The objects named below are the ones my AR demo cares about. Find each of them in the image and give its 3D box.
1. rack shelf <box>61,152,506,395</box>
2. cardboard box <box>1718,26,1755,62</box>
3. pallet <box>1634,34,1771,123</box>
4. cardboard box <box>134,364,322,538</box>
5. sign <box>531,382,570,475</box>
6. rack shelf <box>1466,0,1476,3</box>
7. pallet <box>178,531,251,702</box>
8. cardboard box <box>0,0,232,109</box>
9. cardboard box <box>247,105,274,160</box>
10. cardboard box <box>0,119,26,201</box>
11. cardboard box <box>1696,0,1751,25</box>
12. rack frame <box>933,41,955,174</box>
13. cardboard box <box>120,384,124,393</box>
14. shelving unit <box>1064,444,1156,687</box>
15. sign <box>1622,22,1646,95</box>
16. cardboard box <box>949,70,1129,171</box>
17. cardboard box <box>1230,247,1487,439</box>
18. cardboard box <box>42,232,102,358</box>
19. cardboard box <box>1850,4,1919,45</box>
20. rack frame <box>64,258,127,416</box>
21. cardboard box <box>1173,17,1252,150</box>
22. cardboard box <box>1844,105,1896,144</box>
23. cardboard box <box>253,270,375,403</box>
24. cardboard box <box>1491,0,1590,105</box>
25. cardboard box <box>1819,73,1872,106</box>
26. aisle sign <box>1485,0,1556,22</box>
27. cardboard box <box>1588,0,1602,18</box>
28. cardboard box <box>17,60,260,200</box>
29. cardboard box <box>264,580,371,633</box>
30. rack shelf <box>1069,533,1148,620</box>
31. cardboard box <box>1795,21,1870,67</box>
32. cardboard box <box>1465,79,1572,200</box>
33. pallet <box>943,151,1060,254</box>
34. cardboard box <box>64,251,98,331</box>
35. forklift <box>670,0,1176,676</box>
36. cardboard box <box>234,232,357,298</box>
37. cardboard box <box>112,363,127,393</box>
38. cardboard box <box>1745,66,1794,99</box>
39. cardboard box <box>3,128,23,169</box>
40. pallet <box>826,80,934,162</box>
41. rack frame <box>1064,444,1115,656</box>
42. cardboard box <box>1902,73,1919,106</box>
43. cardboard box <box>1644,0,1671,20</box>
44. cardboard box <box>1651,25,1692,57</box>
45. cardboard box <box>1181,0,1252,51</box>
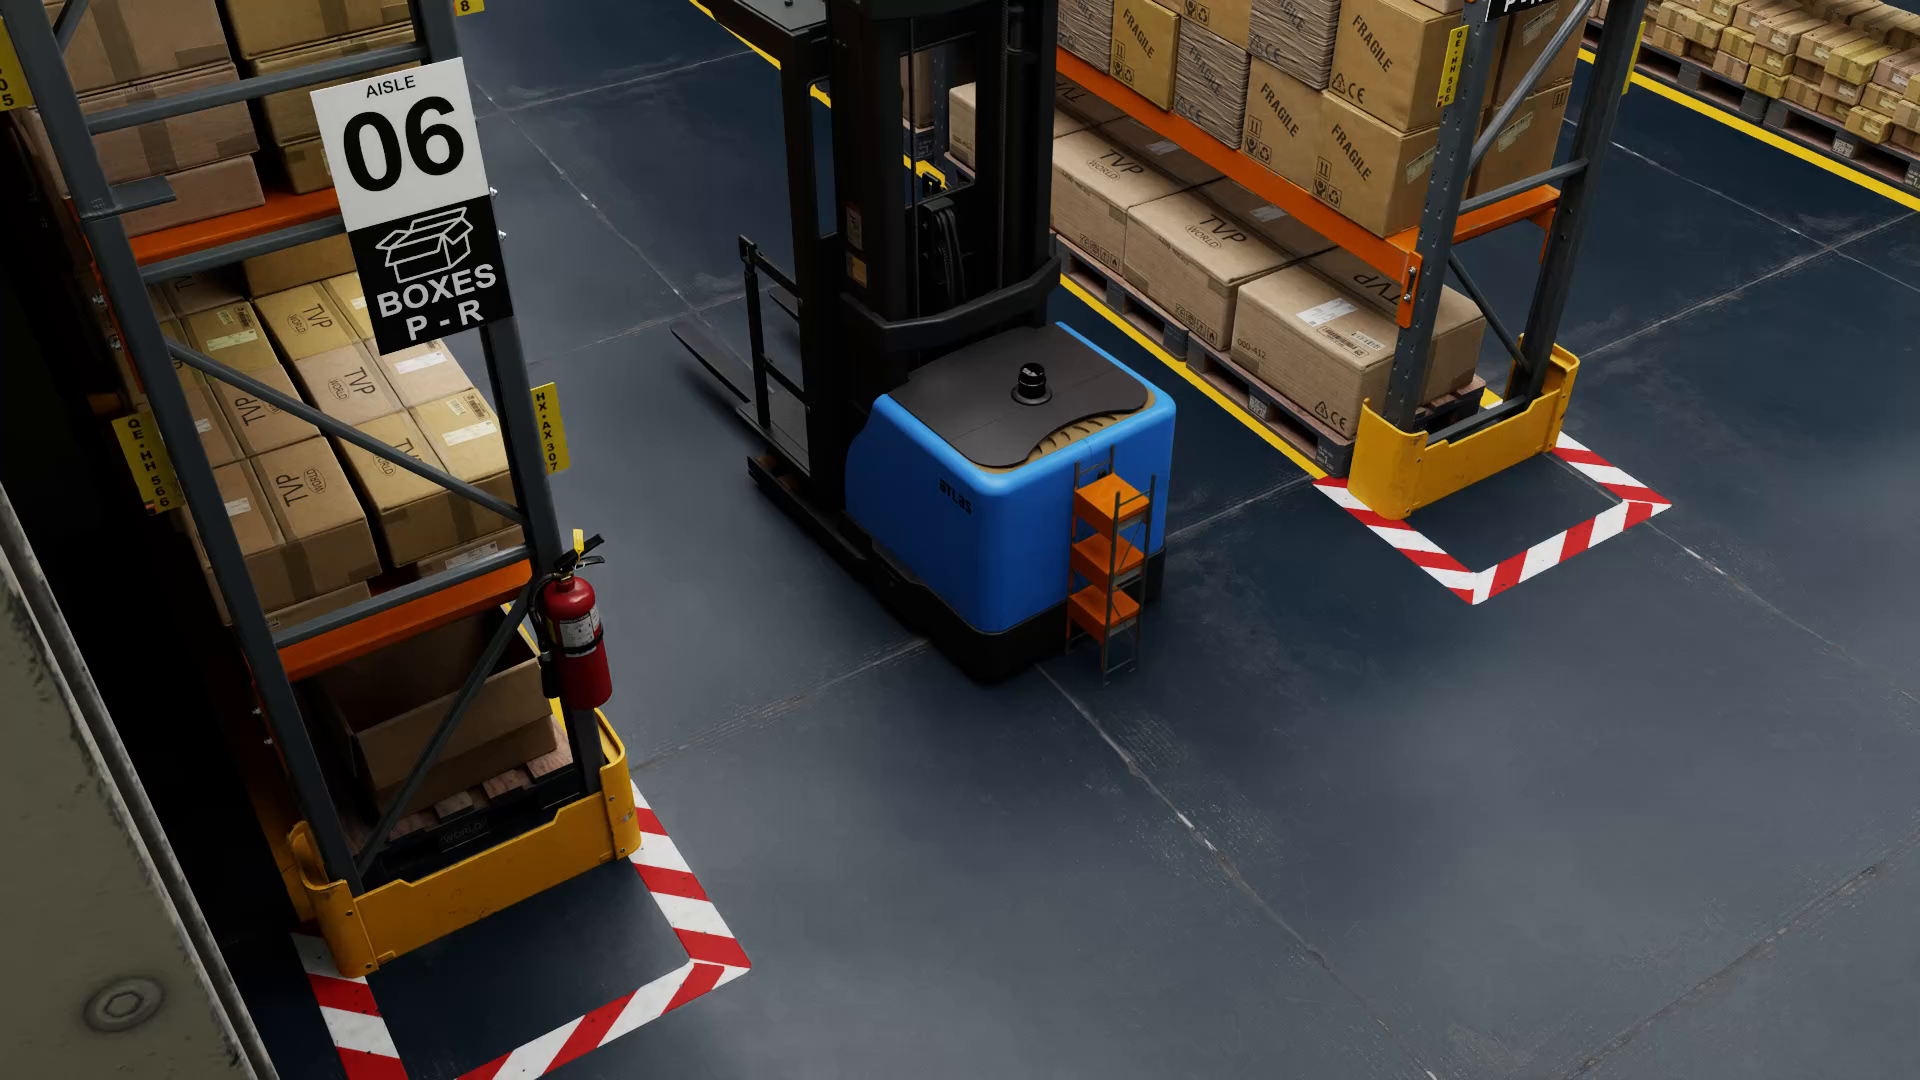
[{"bbox_3d":[-2.823,-1.780,5.822,1.077,0.370,4.000,-22,45,-24],"label":"rack shelf"},{"bbox_3d":[5.337,-3.360,11.166,0.380,0.149,0.250,-20,44,-22],"label":"cardboard box"},{"bbox_3d":[5.455,-3.371,11.691,1.003,0.211,1.213,-22,45,-24],"label":"pallet"},{"bbox_3d":[-2.495,-0.316,5.732,0.500,0.250,0.500,-22,45,-24],"label":"cardboard box"},{"bbox_3d":[-1.291,-0.344,5.203,0.100,0.325,0.005,-22,45,-24],"label":"sign"},{"bbox_3d":[1.360,-3.490,7.875,1.077,0.370,4.000,-22,45,-24],"label":"rack shelf"},{"bbox_3d":[-2.870,0.118,7.504,1.003,0.211,1.213,-22,45,-24],"label":"pallet"},{"bbox_3d":[-2.222,-1.369,4.261,0.500,0.250,0.500,-23,45,-26],"label":"cardboard box"},{"bbox_3d":[-1.886,-1.265,4.838,0.380,0.149,0.250,-21,44,-24],"label":"cardboard box"},{"bbox_3d":[-5.240,-2.188,9.718,0.500,0.500,0.500,-24,45,-26],"label":"cardboard box"},{"bbox_3d":[5.233,-3.637,11.266,0.380,0.149,0.250,-22,45,-24],"label":"cardboard box"},{"bbox_3d":[0.284,-3.694,9.900,1.000,3.000,0.127,-22,45,-24],"label":"rack frame"},{"bbox_3d":[-3.743,-0.673,8.048,0.500,0.311,0.500,-21,44,-23],"label":"cardboard box"},{"bbox_3d":[0.608,0.121,6.845,0.215,1.050,0.252,-25,46,-27],"label":"shelving unit"},{"bbox_3d":[2.906,-2.085,7.232,0.100,0.325,0.005,-22,45,-24],"label":"sign"},{"bbox_3d":[0.531,-2.495,10.135,0.875,0.438,0.875,-23,45,-25],"label":"cardboard box"},{"bbox_3d":[1.996,-1.033,8.381,0.875,0.438,0.875,-24,45,-26],"label":"cardboard box"},{"bbox_3d":[-4.412,-1.347,8.709,0.500,0.500,0.500,-22,45,-25],"label":"cardboard box"},{"bbox_3d":[6.079,-3.380,10.958,0.380,0.149,0.250,-24,46,-26],"label":"cardboard box"},{"bbox_3d":[-3.899,-1.983,7.847,1.000,3.000,0.127,-22,45,-24],"label":"rack frame"},{"bbox_3d":[1.411,-2.293,8.141,0.500,0.500,0.500,-21,44,-23],"label":"cardboard box"},{"bbox_3d":[5.872,-2.675,10.577,0.380,0.149,0.250,-21,44,-23],"label":"cardboard box"},{"bbox_3d":[-2.311,-0.763,6.268,0.500,0.250,0.500,-23,45,-25],"label":"cardboard box"},{"bbox_3d":[2.417,-2.314,7.386,0.500,0.500,0.500,-23,45,-25],"label":"cardboard box"},{"bbox_3d":[5.749,-2.940,10.662,0.380,0.149,0.250,-24,45,-26],"label":"cardboard box"},{"bbox_3d":[2.212,-2.388,6.302,0.394,0.787,0.004,-22,45,-24],"label":"aisle sign"},{"bbox_3d":[4.649,-3.951,12.108,0.380,0.149,0.250,-22,45,-25],"label":"cardboard box"},{"bbox_3d":[-2.217,-1.179,4.424,0.500,0.250,0.500,-23,45,-25],"label":"cardboard box"},{"bbox_3d":[-2.152,0.186,5.440,0.380,0.149,0.250,-23,45,-25],"label":"cardboard box"},{"bbox_3d":[0.608,0.129,6.852,0.215,0.259,0.240,-25,46,-27],"label":"rack shelf"},{"bbox_3d":[5.637,-3.199,10.741,0.380,0.149,0.250,-24,45,-26],"label":"cardboard box"},{"bbox_3d":[2.419,-1.931,7.707,0.500,0.500,0.500,-23,45,-25],"label":"cardboard box"},{"bbox_3d":[0.627,-2.185,10.268,1.003,0.211,1.213,-22,45,-24],"label":"pallet"},{"bbox_3d":[-3.309,-1.132,6.711,0.500,0.250,0.500,-21,44,-23],"label":"cardboard box"},{"bbox_3d":[-0.373,-1.447,7.257,1.130,2.935,3.031,-25,46,-27],"label":"forklift"},{"bbox_3d":[-2.572,-1.316,6.346,0.500,0.500,0.500,-21,44,-23],"label":"cardboard box"},{"bbox_3d":[-3.024,-0.628,6.417,0.380,0.149,0.250,-22,45,-25],"label":"cardboard box"},{"bbox_3d":[5.469,-3.093,11.078,0.380,0.149,0.250,-24,46,-26],"label":"cardboard box"},{"bbox_3d":[-5.072,-2.217,9.245,0.380,0.149,0.250,-22,44,-24],"label":"cardboard box"},{"bbox_3d":[-0.194,-3.013,11.261,1.003,0.211,1.213,-22,45,-24],"label":"pallet"},{"bbox_3d":[0.535,0.058,6.921,0.200,1.050,0.008,-25,46,-27],"label":"rack frame"},{"bbox_3d":[6.056,-2.786,10.245,0.380,0.149,0.250,-22,44,-24],"label":"cardboard box"},{"bbox_3d":[4.973,-3.799,11.693,0.380,0.149,0.250,-20,44,-22],"label":"cardboard box"},{"bbox_3d":[5.060,-3.525,11.596,0.380,0.149,0.250,-23,45,-26],"label":"cardboard box"},{"bbox_3d":[1.406,-2.675,7.819,0.500,0.500,0.500,-22,45,-25],"label":"cardboard box"}]
